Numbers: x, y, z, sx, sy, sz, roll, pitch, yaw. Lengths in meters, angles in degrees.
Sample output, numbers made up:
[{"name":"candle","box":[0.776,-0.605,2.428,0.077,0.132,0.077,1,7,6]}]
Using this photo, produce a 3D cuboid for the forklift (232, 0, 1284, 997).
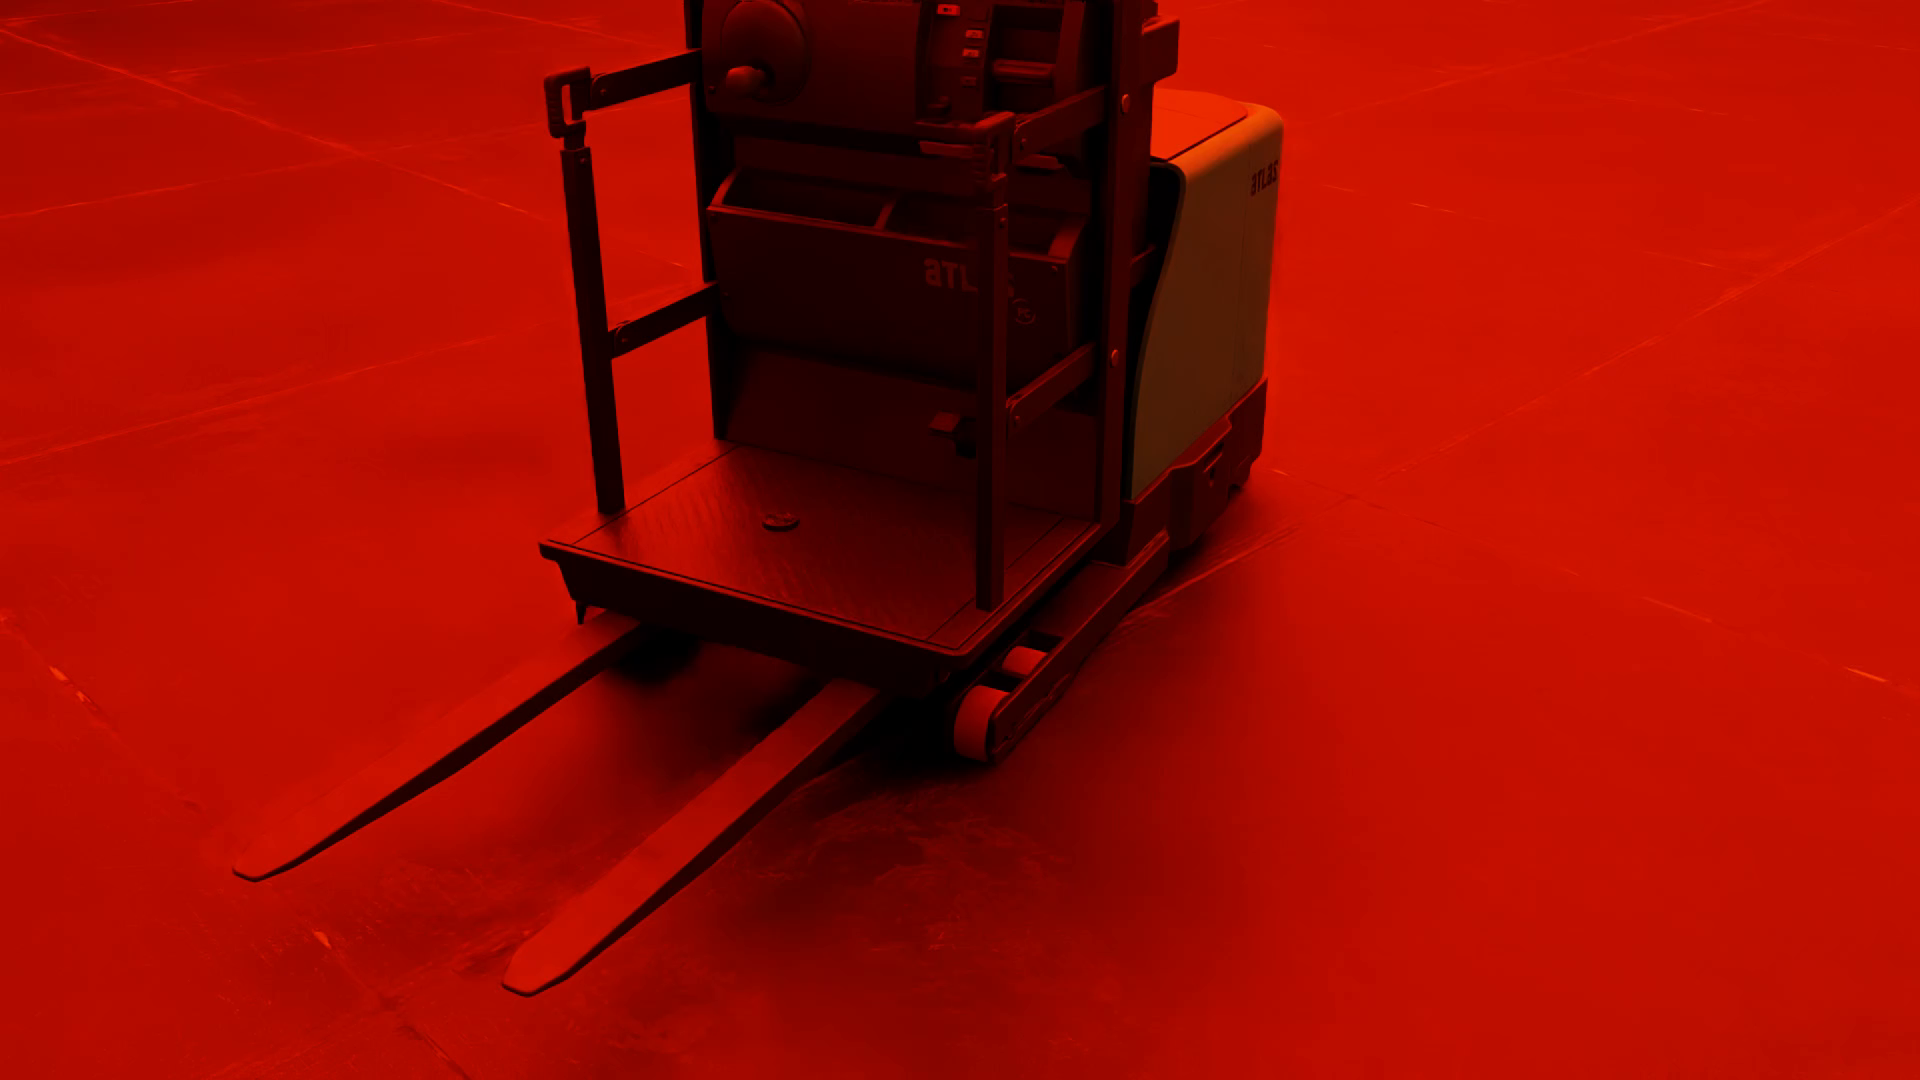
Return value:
[{"name":"forklift","box":[-0.250,-1.062,3.380,1.130,2.935,3.031,13,29,25]}]
